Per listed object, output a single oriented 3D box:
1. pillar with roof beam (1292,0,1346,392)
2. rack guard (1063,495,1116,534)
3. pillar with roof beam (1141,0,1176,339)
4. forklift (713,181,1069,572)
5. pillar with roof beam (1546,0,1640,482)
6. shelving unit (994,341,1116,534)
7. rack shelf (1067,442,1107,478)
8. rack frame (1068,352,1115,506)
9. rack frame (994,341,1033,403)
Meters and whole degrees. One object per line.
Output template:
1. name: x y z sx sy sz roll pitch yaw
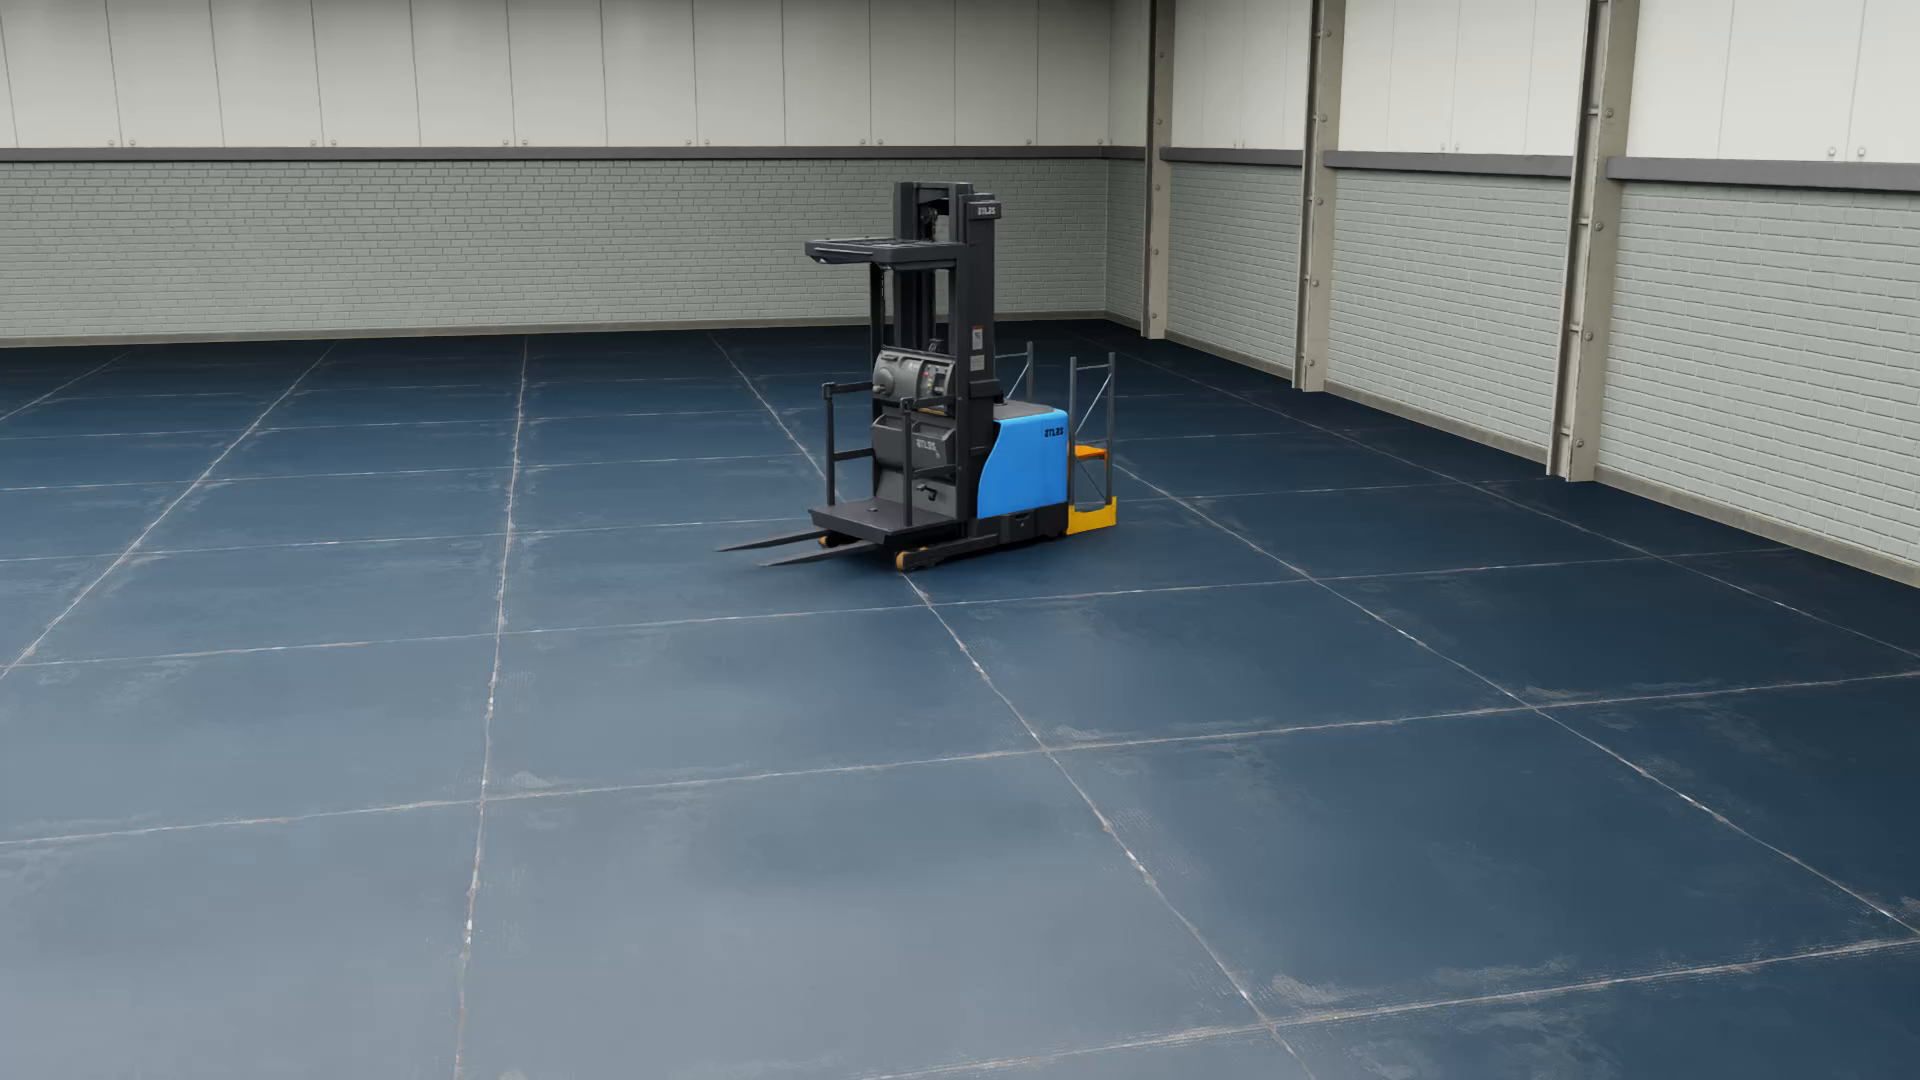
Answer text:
1. pillar with roof beam: 0.459 -6.138 20.090 9.100 9.000 0.400 -3 14 -13
2. rack guard: 1.116 -0.219 14.298 0.587 0.250 0.087 -12 18 -39
3. pillar with roof beam: -0.951 -7.522 25.756 9.100 9.000 0.400 -3 14 -13
4. forklift: -0.529 -1.311 13.119 3.031 2.935 1.130 -12 18 -40
5. pillar with roof beam: 1.868 -4.754 14.425 9.100 9.000 0.400 -3 14 -13
6. shelving unit: 0.792 -0.916 14.517 0.587 1.500 1.083 -12 18 -39
7. rack shelf: 0.786 -0.743 14.566 0.538 0.185 1.000 -12 18 -39
8. rack frame: 1.117 -0.826 14.149 0.500 1.500 0.032 -12 18 -39
9. rack frame: 0.454 -1.009 14.898 0.500 1.500 0.032 -12 18 -39
